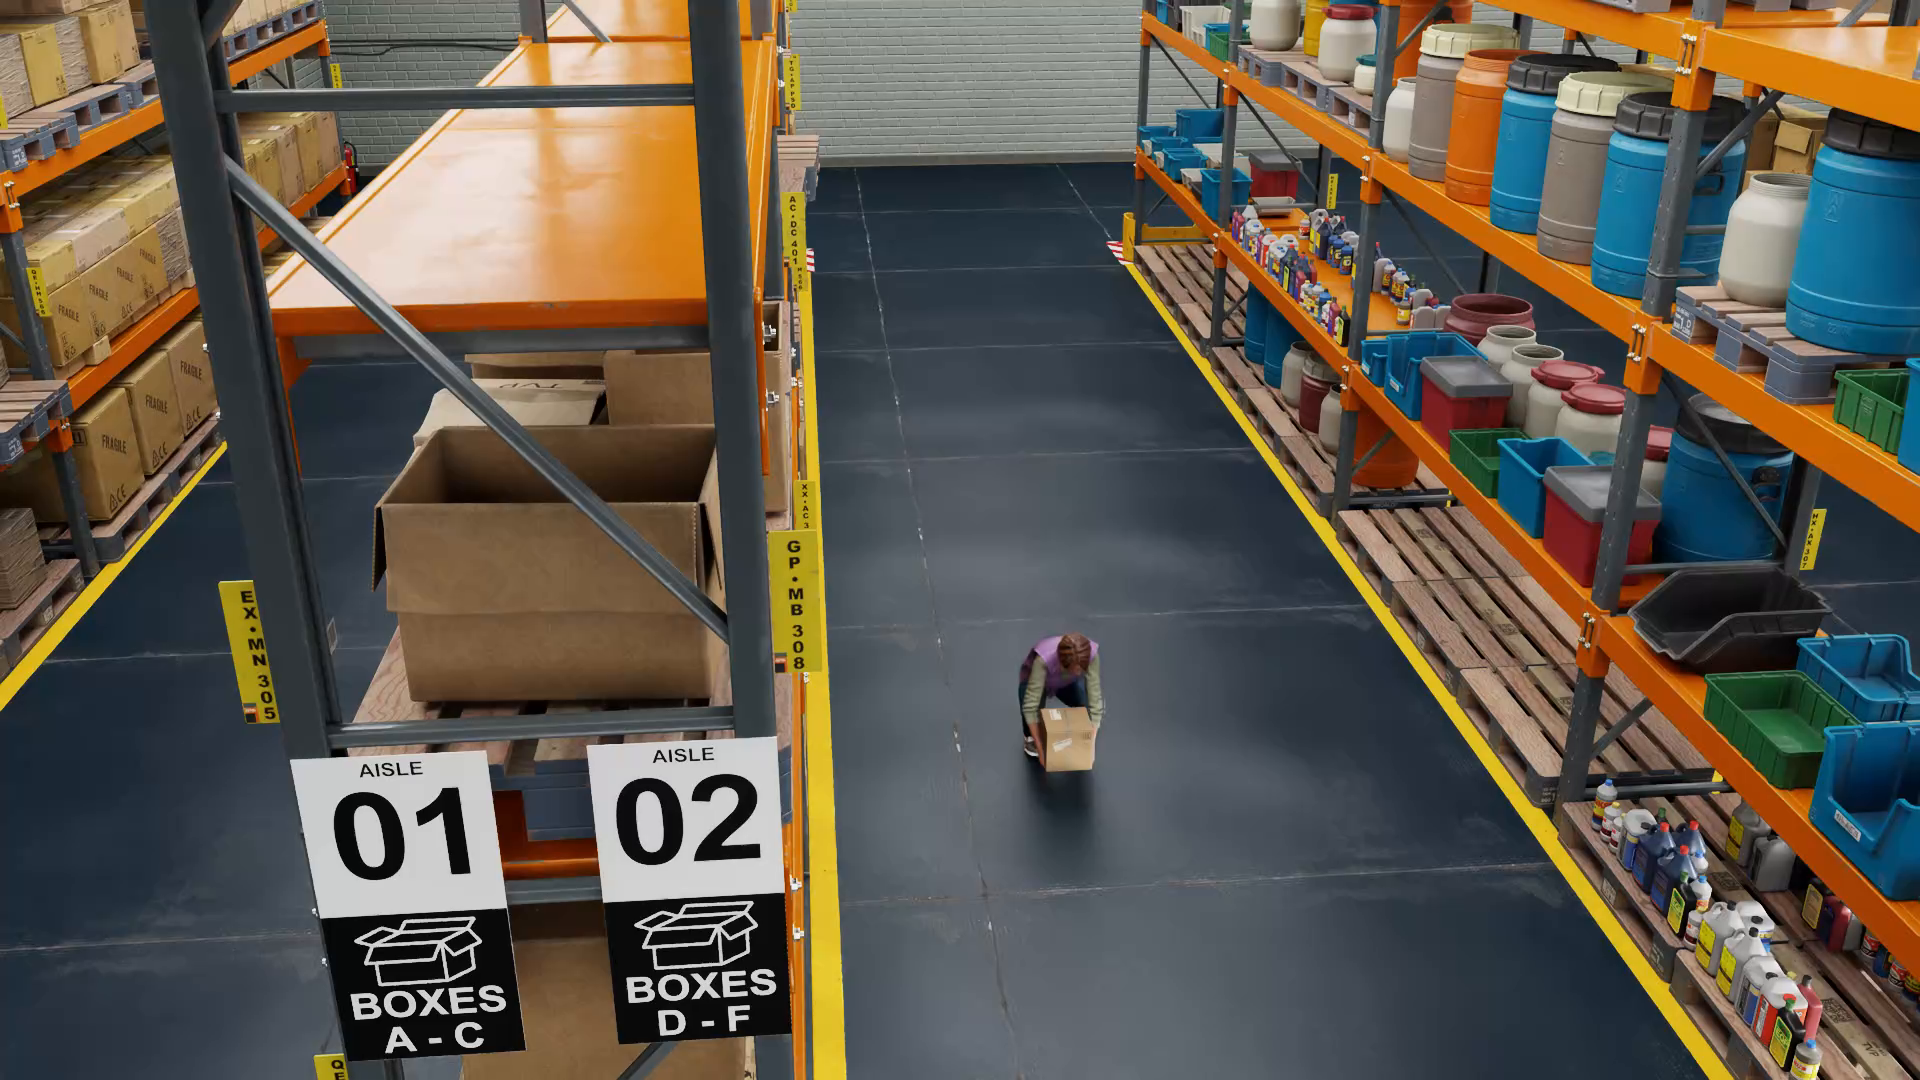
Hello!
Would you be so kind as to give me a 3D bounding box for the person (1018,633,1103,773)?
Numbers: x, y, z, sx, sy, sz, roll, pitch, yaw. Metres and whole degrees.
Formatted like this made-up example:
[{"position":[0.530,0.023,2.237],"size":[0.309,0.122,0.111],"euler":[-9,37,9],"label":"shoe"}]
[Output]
[{"position":[0.550,0.846,9.304],"size":[0.449,0.877,0.811],"euler":[-2,24,-5],"label":"person"}]
